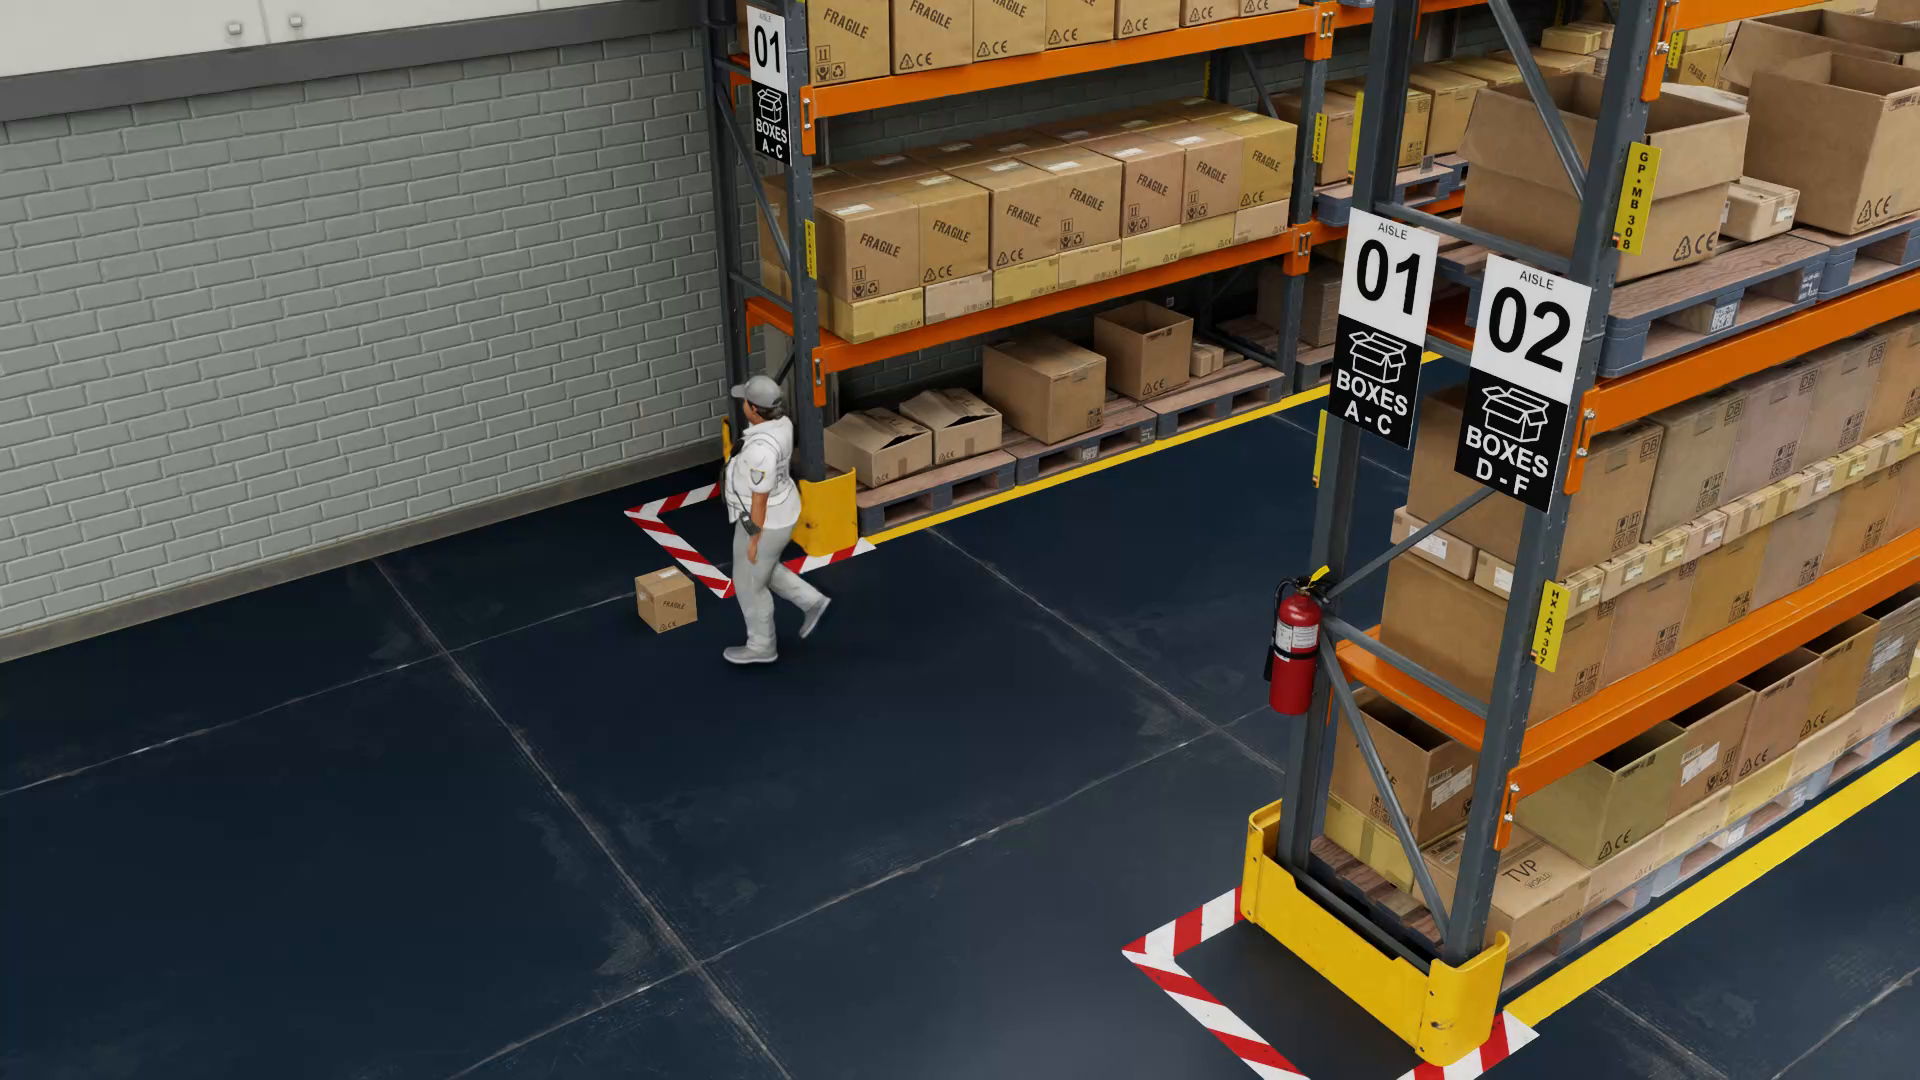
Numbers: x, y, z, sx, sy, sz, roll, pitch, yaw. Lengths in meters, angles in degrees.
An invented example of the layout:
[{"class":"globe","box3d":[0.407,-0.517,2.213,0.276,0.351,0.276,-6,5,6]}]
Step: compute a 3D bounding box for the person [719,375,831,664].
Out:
[{"class":"person","box3d":[-1.005,-0.103,8.783,0.574,1.648,0.492,3,29,5]}]
